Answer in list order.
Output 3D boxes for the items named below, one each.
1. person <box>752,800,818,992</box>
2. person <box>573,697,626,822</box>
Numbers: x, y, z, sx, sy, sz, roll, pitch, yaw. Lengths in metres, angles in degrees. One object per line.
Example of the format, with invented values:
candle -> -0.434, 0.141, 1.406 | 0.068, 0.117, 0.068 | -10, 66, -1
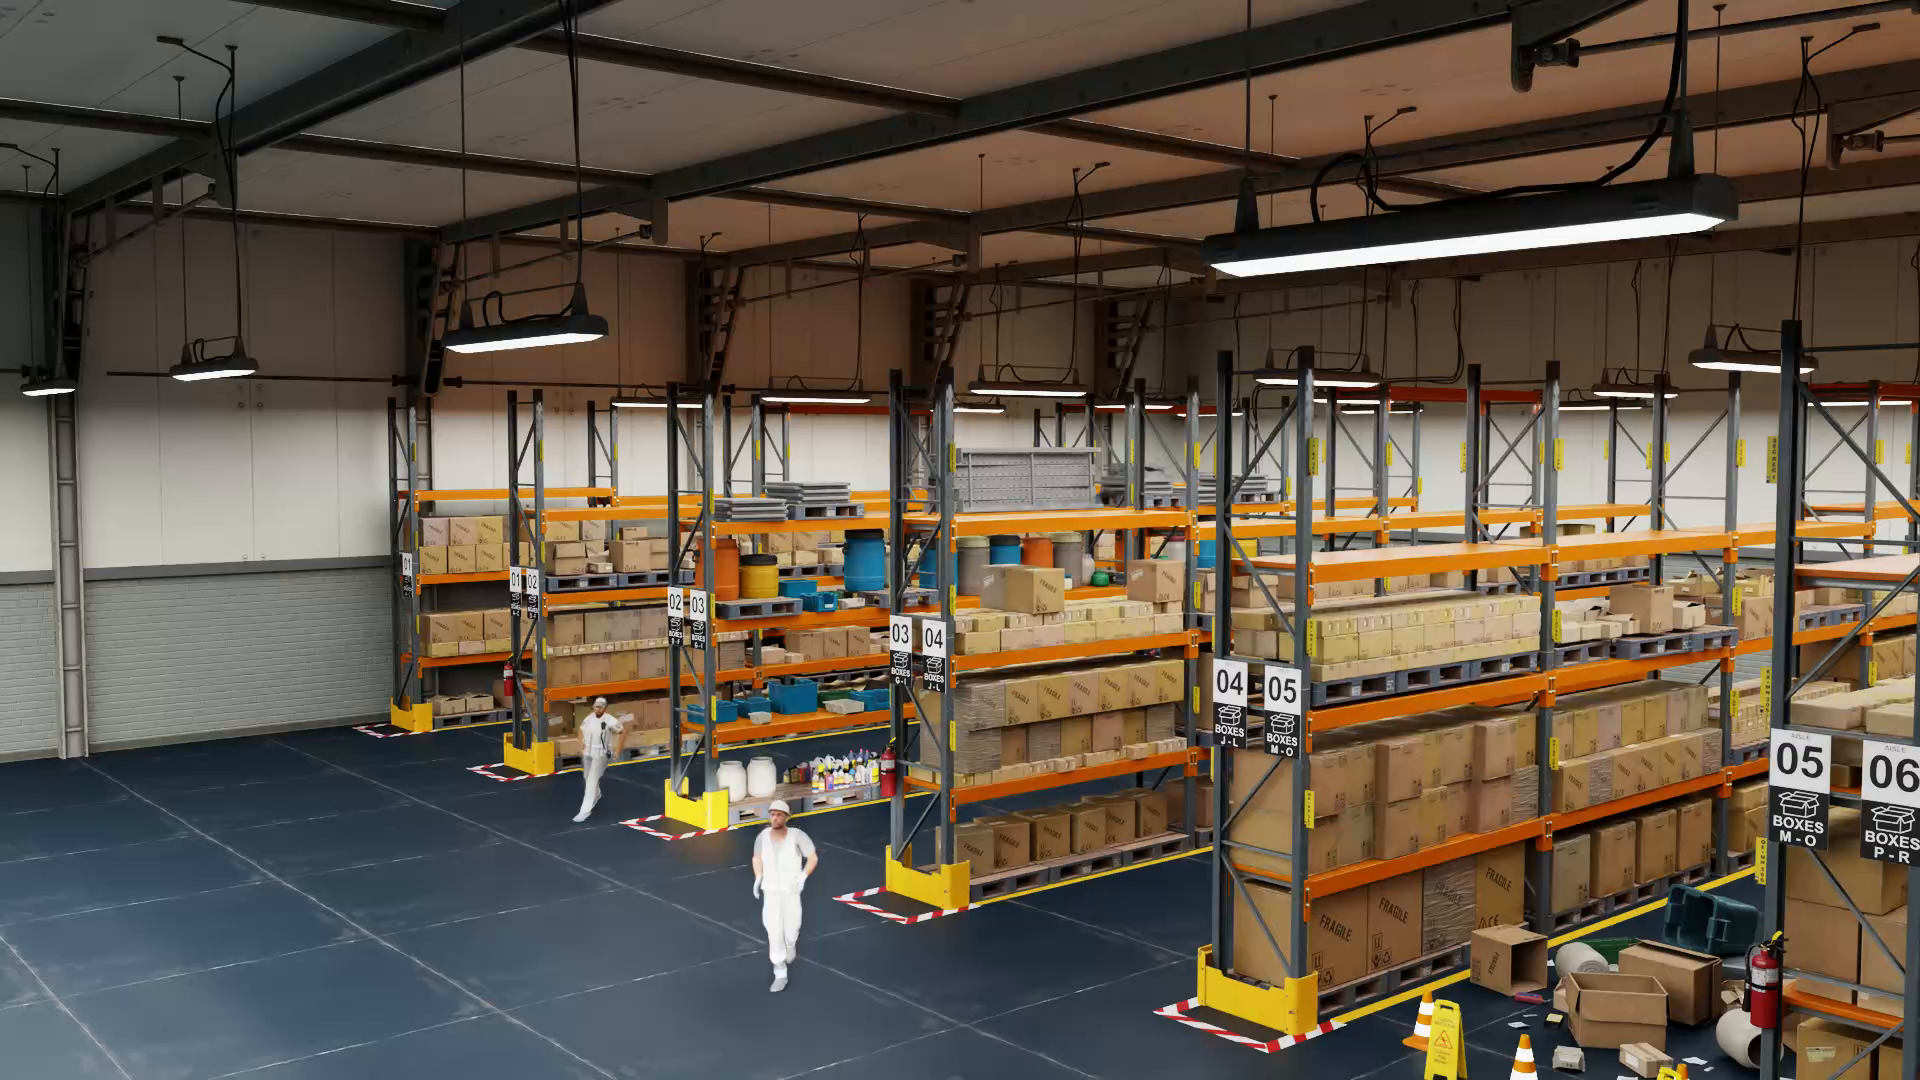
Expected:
person -> -1.689, 3.362, 15.930 | 0.650, 1.768, 0.722 | 0, 3, 6
person -> -4.996, 2.992, 22.974 | 0.706, 1.671, 0.858 | 1, 4, 19
